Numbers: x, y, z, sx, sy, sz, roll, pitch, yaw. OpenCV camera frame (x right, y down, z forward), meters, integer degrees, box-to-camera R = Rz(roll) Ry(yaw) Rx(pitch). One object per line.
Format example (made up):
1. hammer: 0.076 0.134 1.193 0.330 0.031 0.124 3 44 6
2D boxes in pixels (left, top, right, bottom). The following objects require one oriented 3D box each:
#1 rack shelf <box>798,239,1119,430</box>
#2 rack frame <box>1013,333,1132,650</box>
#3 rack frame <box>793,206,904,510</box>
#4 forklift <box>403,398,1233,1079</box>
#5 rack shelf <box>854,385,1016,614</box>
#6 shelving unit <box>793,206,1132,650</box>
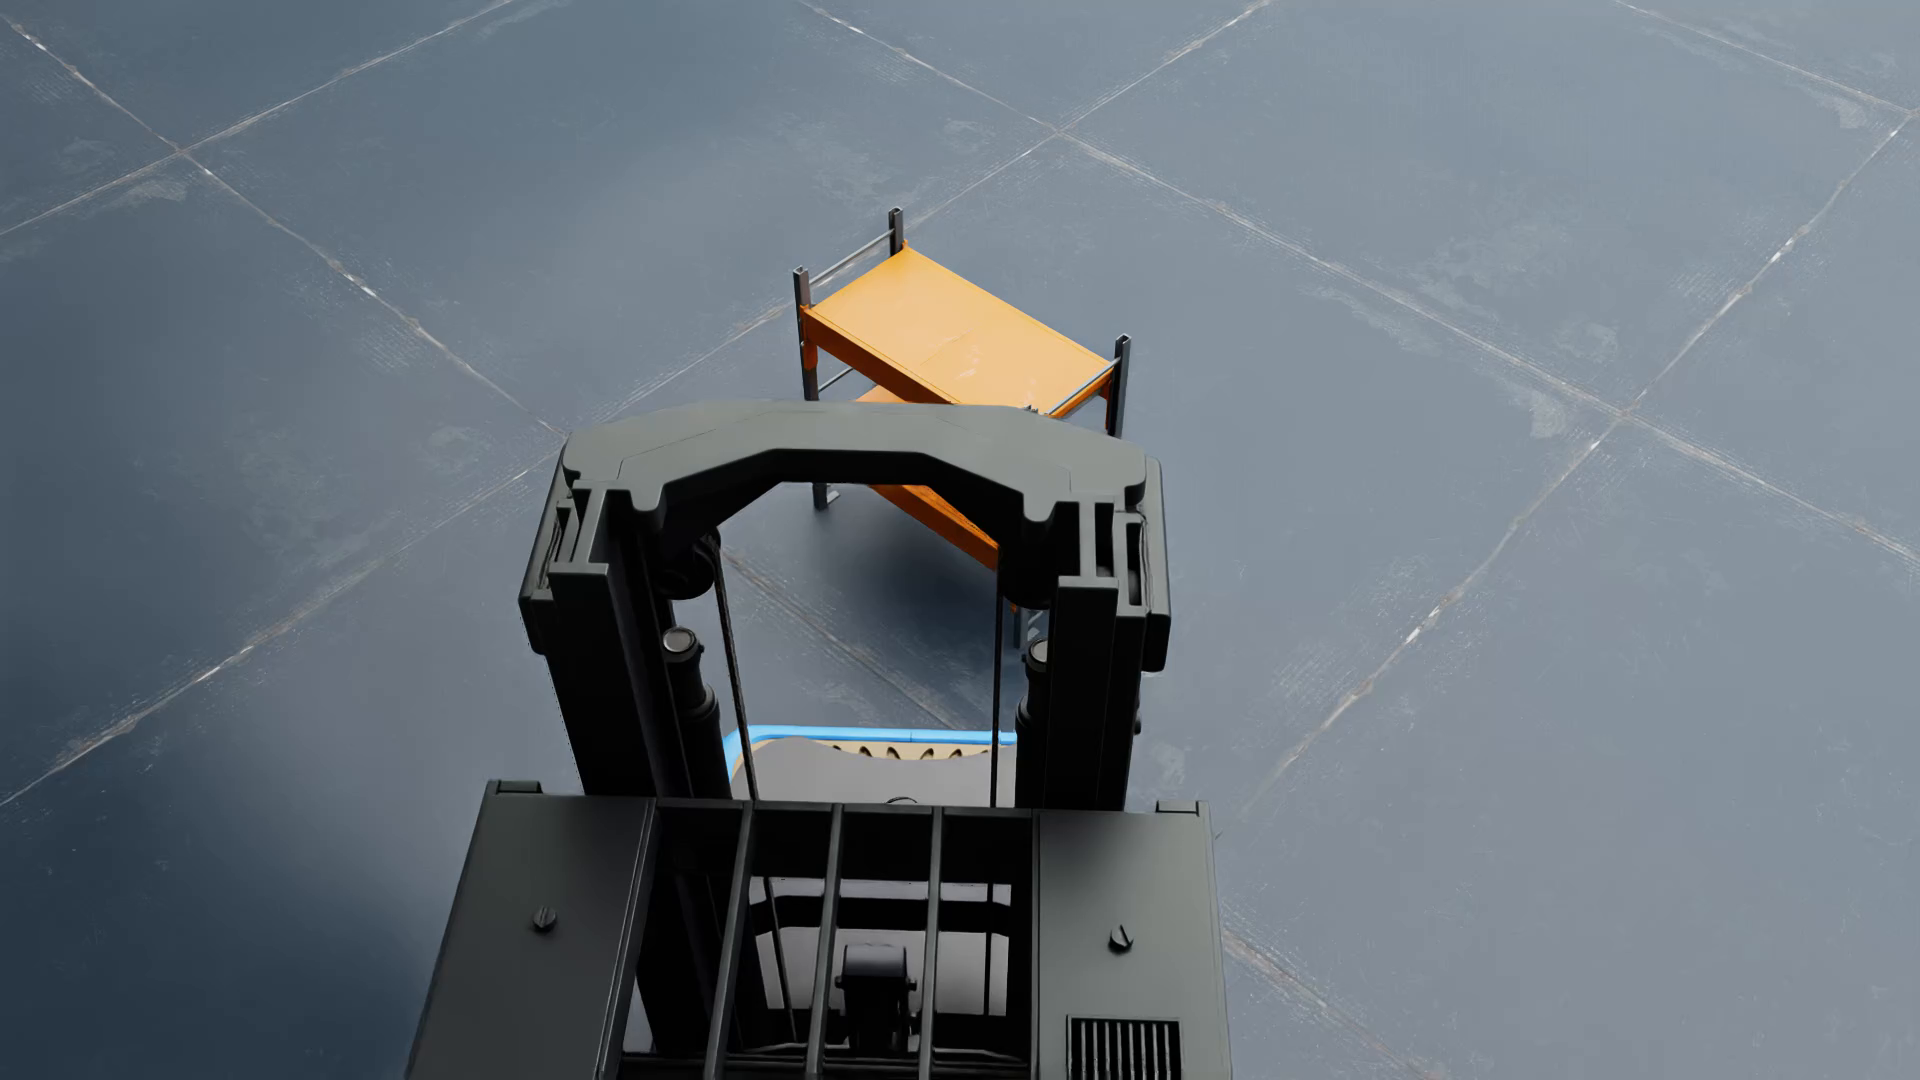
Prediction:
1. rack shelf: -0.005 -0.589 5.630 1.000 0.278 0.538 34 55 28
2. rack frame: 0.369 -0.137 5.607 0.032 1.125 0.500 34 55 28
3. rack frame: -0.379 -0.640 6.079 0.032 1.125 0.500 34 55 28
4. forklift: -0.180 1.299 3.019 1.130 2.935 3.031 2 47 1
5. rack shelf: -0.005 -0.221 6.021 1.000 0.278 0.538 34 55 28
6. shelving unit: -0.005 -0.388 5.843 1.048 1.125 0.538 34 55 28
